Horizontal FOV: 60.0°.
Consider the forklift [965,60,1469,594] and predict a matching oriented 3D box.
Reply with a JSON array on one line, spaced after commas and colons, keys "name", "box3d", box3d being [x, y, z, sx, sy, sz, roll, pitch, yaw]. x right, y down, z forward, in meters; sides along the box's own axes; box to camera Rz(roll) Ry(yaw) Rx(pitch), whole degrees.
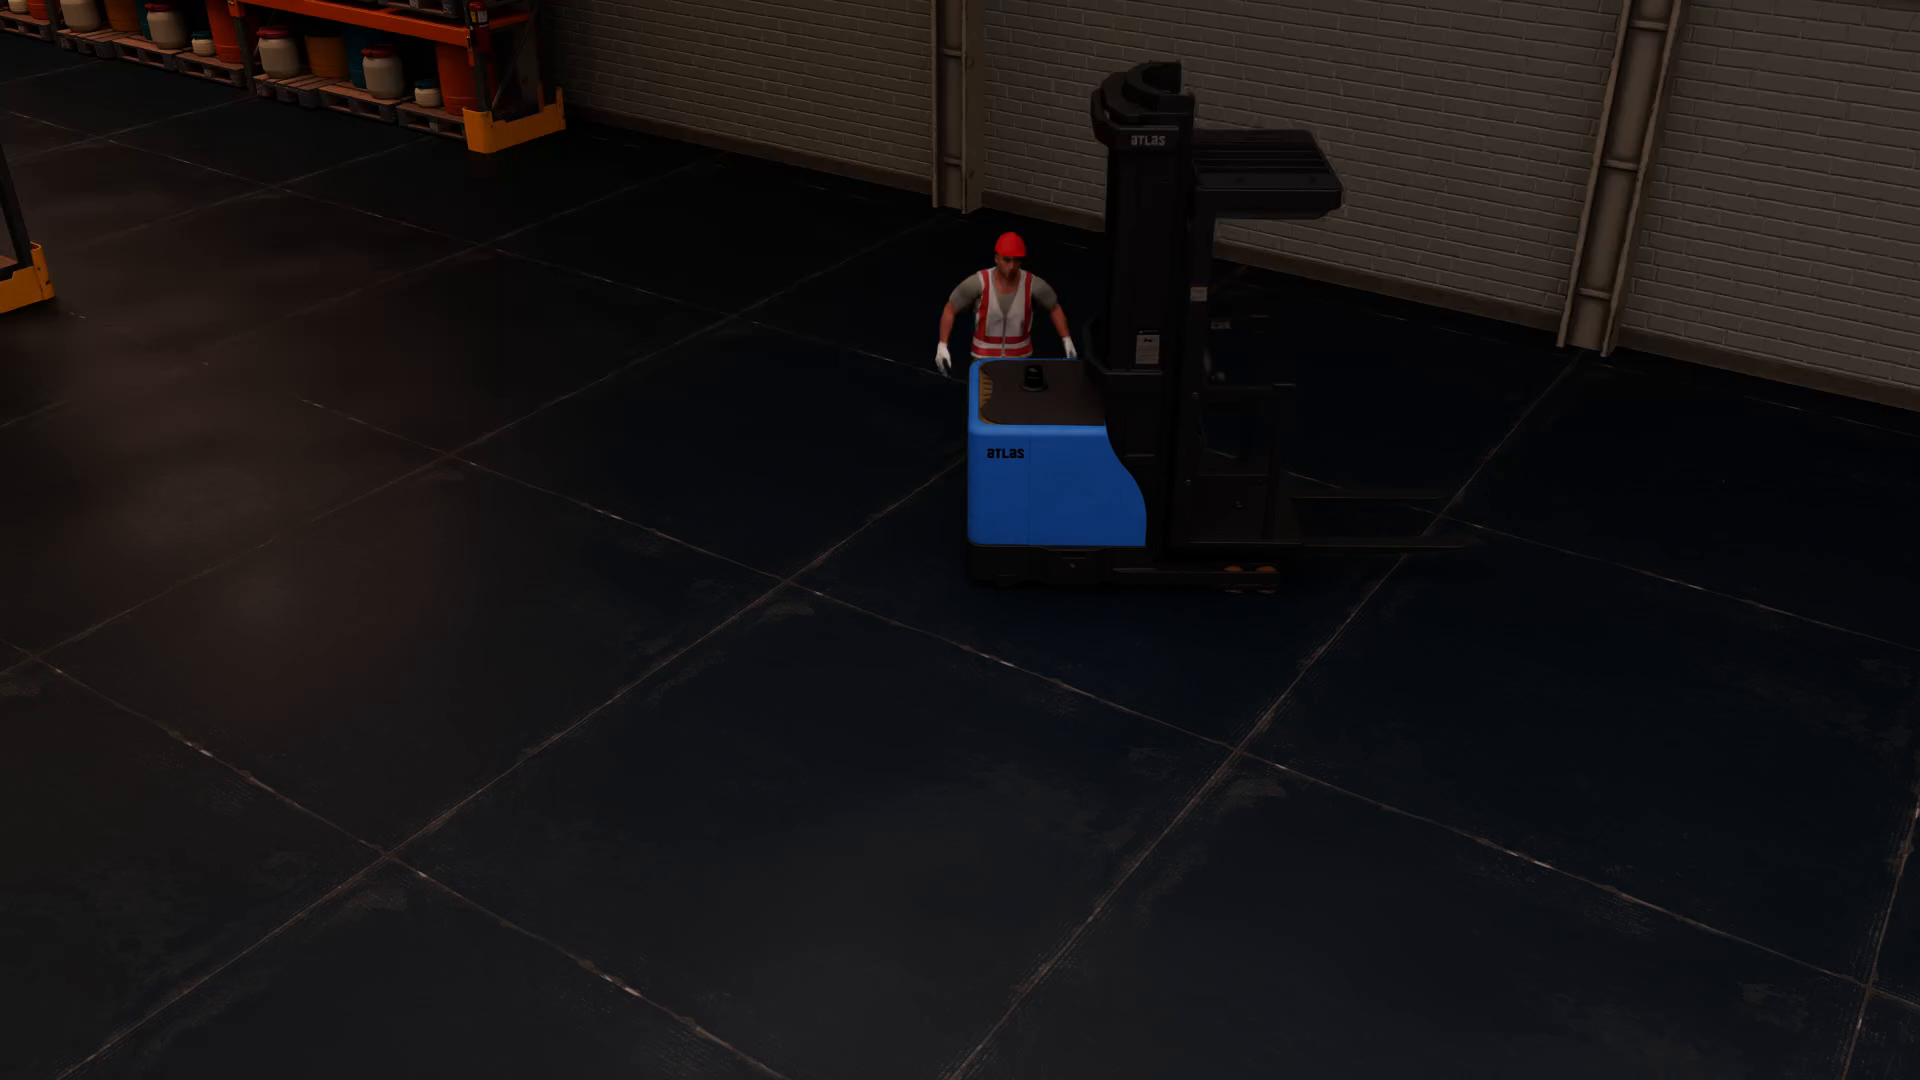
[{"name": "forklift", "box3d": [1.554, -1.216, 9.675, 3.031, 2.935, 1.130, 0, 30, 1]}]

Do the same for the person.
[{"name": "person", "box3d": [0.302, -1.129, 10.753, 0.927, 1.744, 0.571, -2, 30, -4]}]
